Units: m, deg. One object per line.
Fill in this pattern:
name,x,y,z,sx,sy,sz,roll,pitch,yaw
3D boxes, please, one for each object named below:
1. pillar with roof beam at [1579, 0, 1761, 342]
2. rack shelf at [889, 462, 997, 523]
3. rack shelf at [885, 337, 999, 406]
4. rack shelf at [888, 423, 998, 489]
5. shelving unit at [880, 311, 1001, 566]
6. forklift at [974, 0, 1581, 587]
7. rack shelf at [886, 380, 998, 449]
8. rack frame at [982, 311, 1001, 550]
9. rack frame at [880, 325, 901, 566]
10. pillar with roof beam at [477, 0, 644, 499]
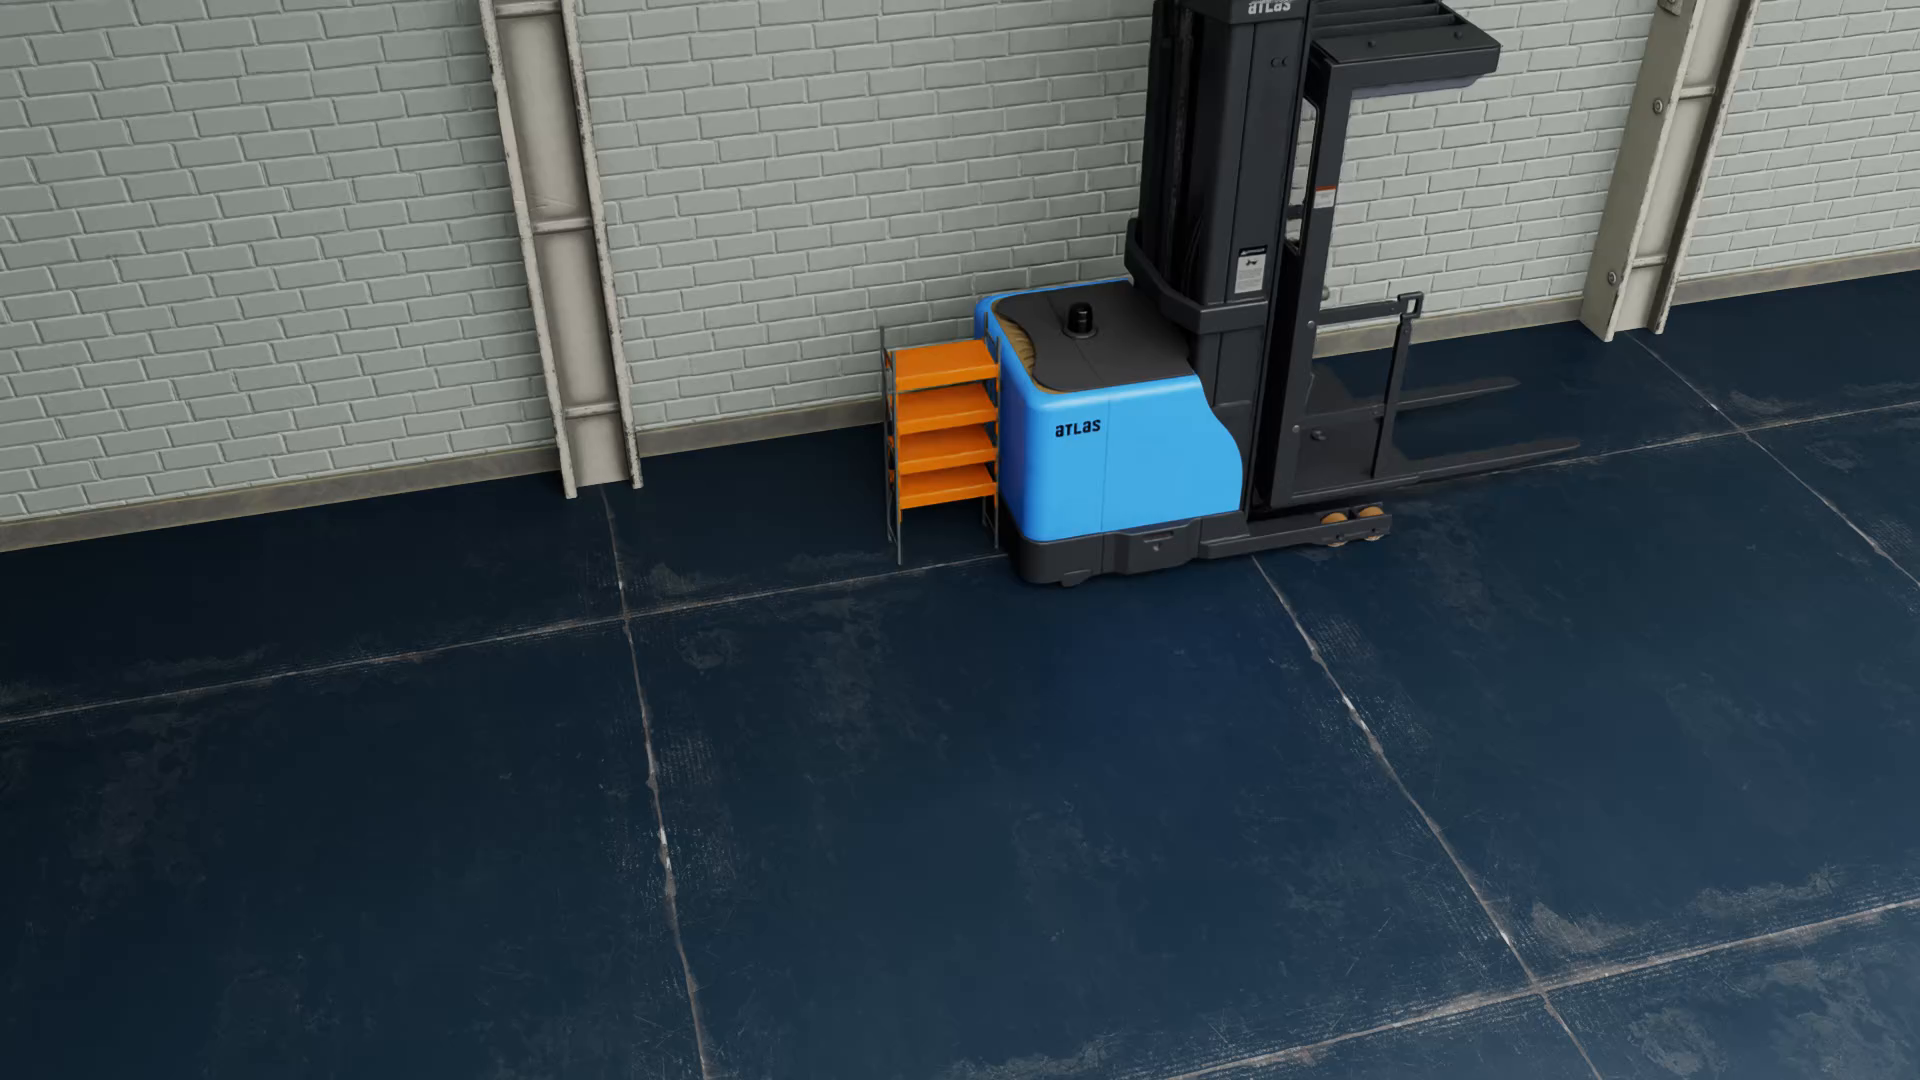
pillar with roof beam,5.050,-2.332,3.871,0.400,9.000,9.100,-9,38,-12
rack shelf,-0.088,-0.251,8.008,0.480,0.148,0.258,-9,38,-12
rack shelf,-0.088,-0.774,7.607,0.480,0.148,0.258,-9,38,-12
rack shelf,-0.088,-0.409,7.887,0.480,0.148,0.258,-9,38,-12
shelving unit,-0.088,-0.462,7.846,0.503,1.200,0.258,-9,38,-12
forklift,1.631,-1.431,7.688,3.031,2.935,1.130,-9,38,-12
rack shelf,-0.088,-0.586,7.751,0.480,0.148,0.258,-9,38,-12
rack frame,0.148,-0.501,7.897,0.015,1.200,0.240,-9,38,-12
rack frame,-0.323,-0.424,7.796,0.015,1.200,0.240,-9,38,-12
pillar with roof beam,-0.743,-1.381,2.629,0.400,9.000,9.100,-9,38,-12
